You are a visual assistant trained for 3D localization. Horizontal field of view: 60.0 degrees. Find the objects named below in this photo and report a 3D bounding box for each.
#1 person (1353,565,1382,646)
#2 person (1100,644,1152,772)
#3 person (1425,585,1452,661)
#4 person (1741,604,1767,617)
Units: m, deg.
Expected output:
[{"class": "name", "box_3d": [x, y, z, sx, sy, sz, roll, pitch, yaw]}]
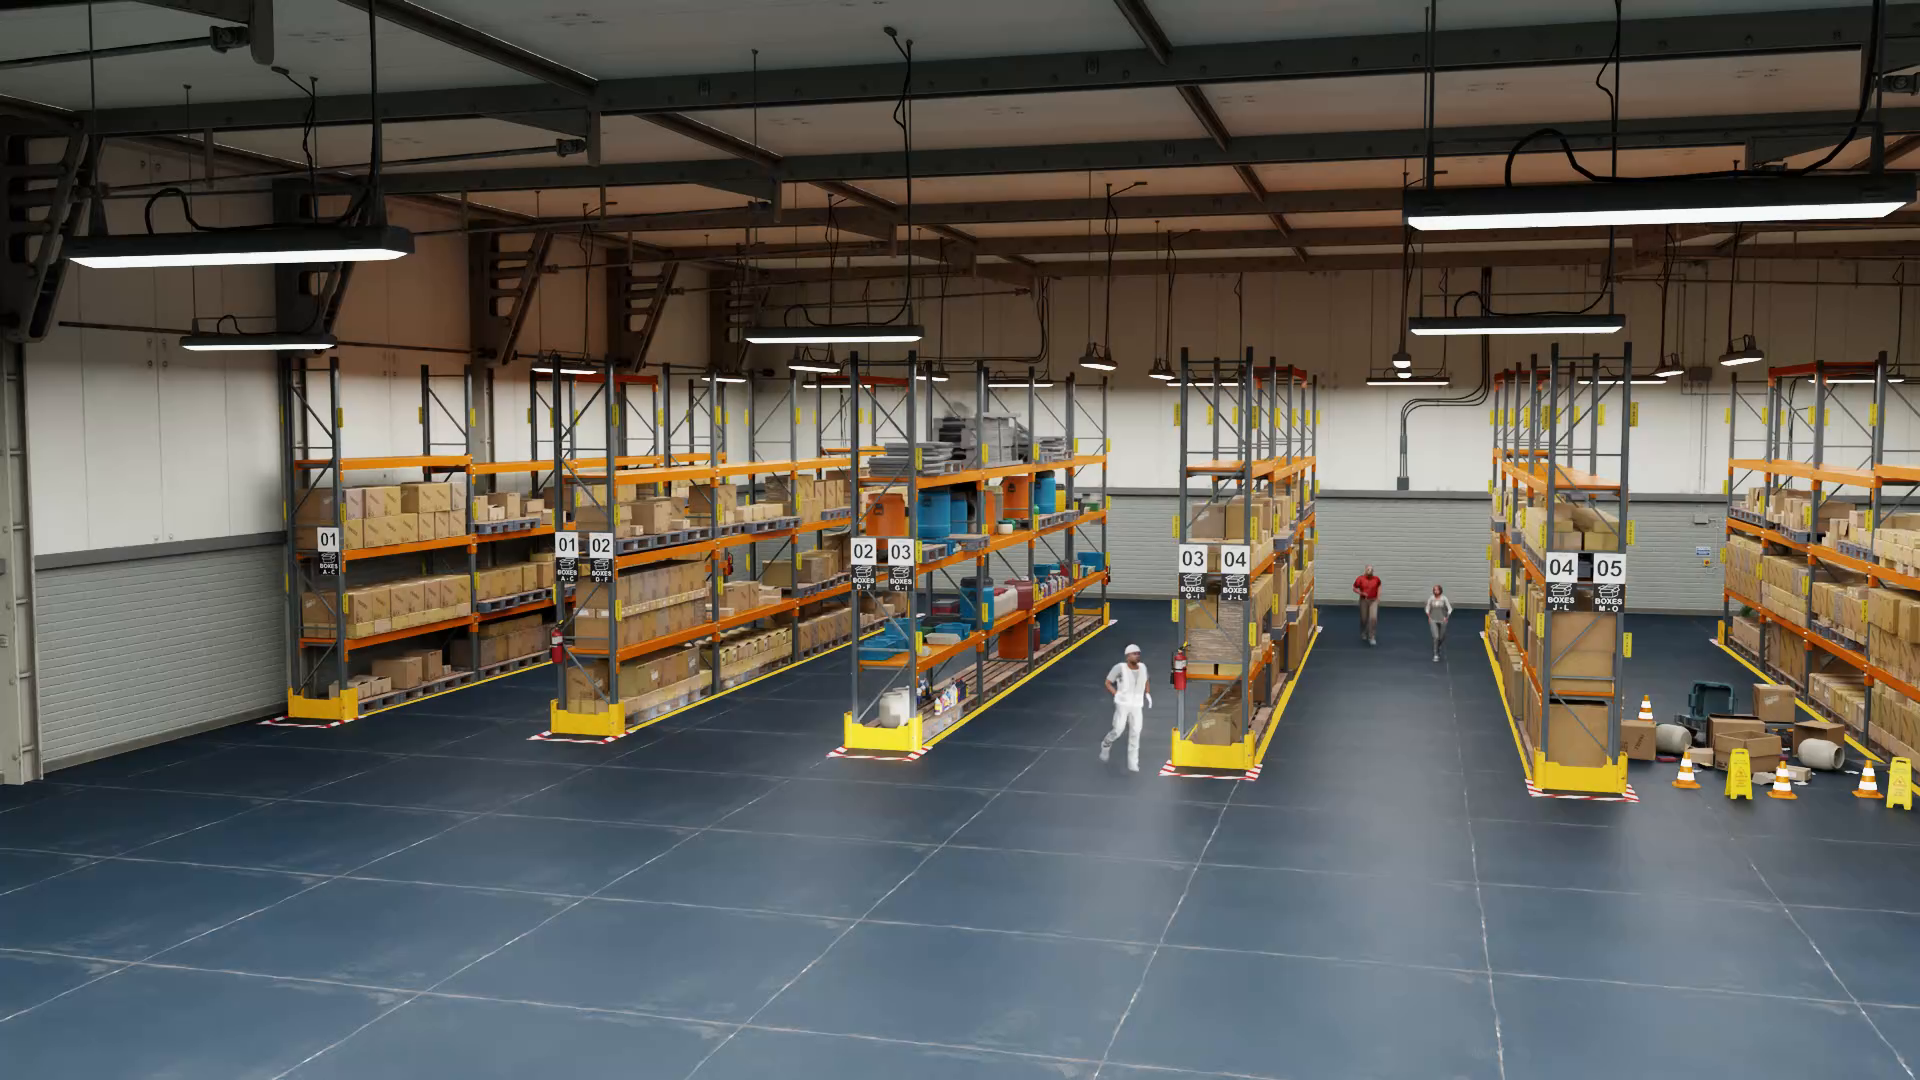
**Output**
[{"class": "person", "box_3d": [9.065, 1.427, 36.997, 0.654, 1.752, 0.907, 0, 4, 6]}, {"class": "person", "box_3d": [2.443, 2.366, 23.783, 0.753, 1.754, 0.980, -2, 5, -23]}, {"class": "person", "box_3d": [9.895, 1.712, 34.418, 0.536, 1.558, 0.515, 2, 4, 20]}, {"class": "person", "box_3d": [18.119, 1.356, 37.837, 0.719, 1.791, 0.684, -3, 5, -35]}]
